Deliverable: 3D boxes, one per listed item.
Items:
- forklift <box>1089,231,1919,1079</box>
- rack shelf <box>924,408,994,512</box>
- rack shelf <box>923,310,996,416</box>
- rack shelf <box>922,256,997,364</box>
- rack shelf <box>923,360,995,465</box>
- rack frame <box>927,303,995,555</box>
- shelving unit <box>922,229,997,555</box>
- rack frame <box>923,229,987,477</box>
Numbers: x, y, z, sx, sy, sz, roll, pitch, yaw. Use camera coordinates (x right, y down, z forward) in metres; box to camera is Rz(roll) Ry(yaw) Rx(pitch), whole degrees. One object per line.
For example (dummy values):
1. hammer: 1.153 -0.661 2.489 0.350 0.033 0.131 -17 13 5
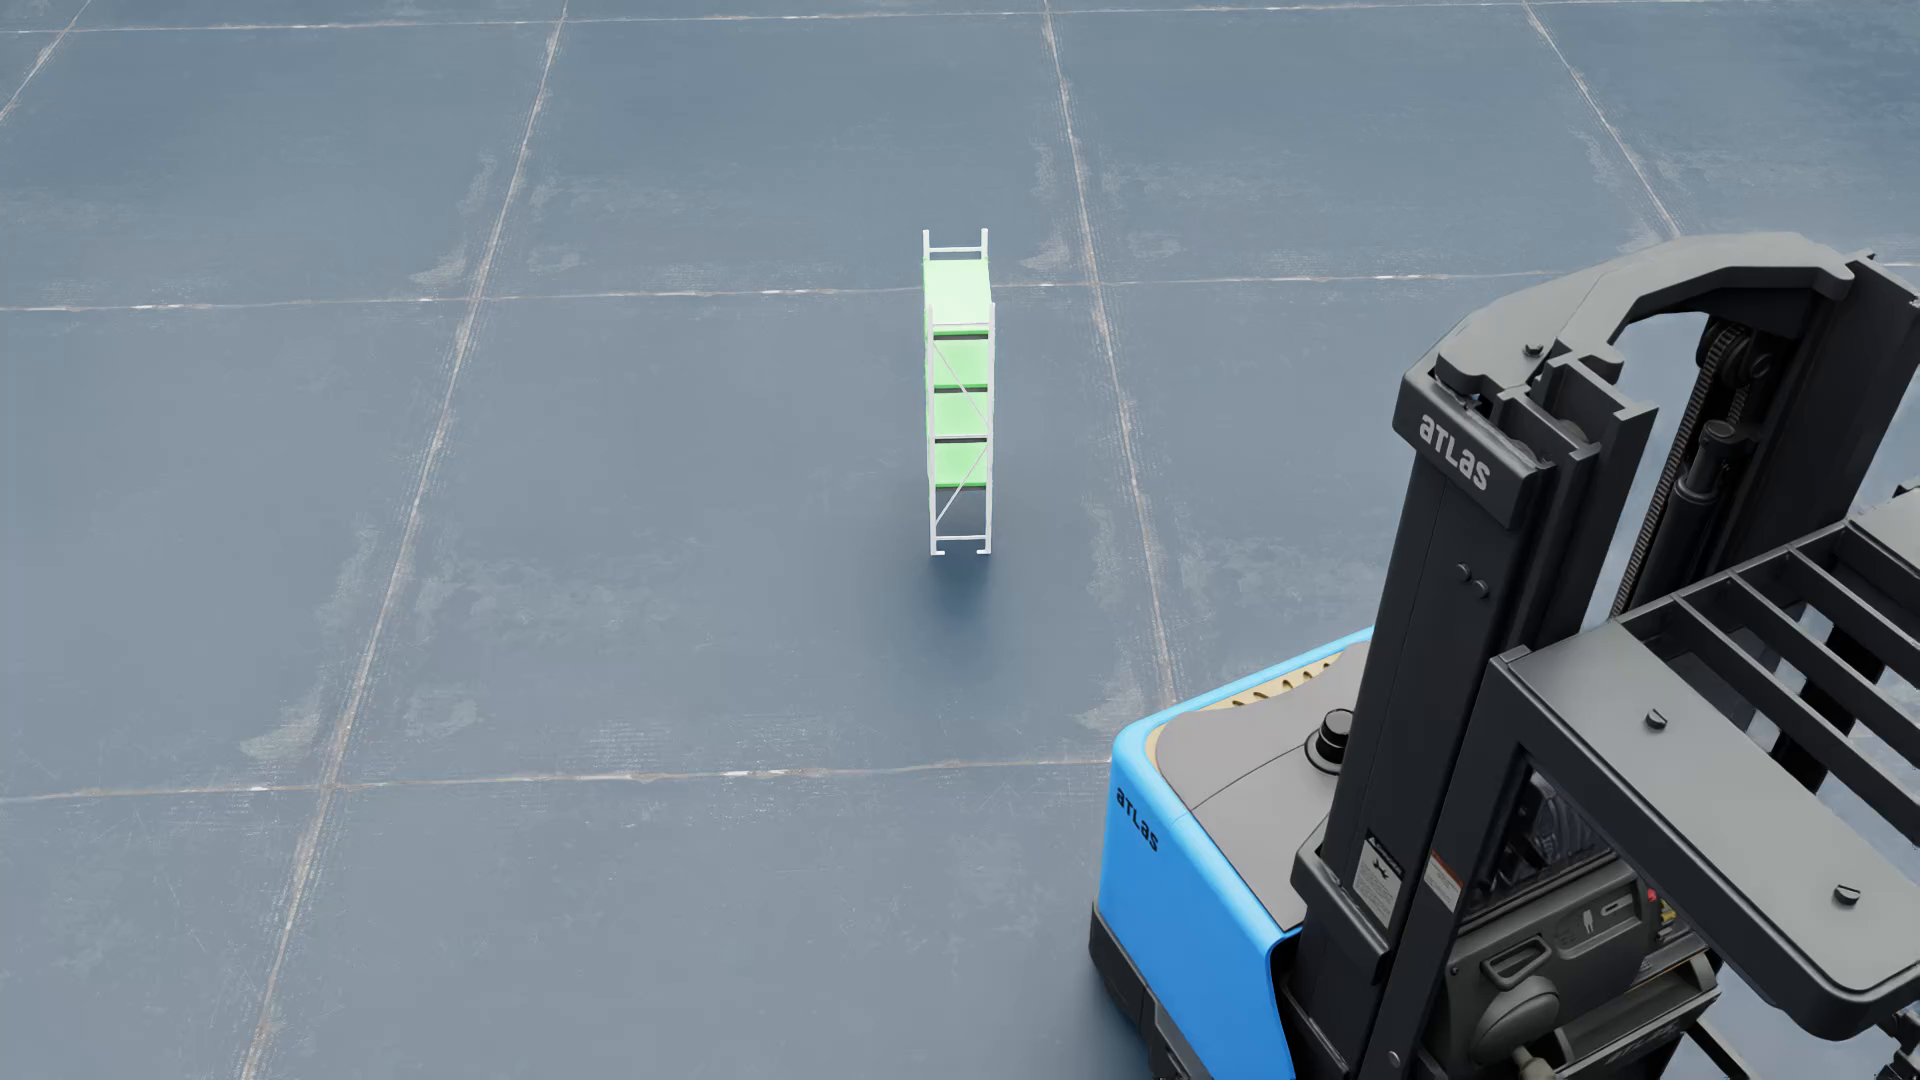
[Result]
1. forklift: 1.527 0.976 3.516 1.130 2.935 3.031 -19 46 -20
2. rack shelf: -0.007 -0.330 6.672 0.258 0.148 0.480 -2 43 -2
3. rack shelf: -0.007 -0.684 6.347 0.258 0.148 0.480 -2 43 -2
4. rack shelf: -0.007 -0.861 6.185 0.258 0.148 0.480 -2 43 -2
5. rack shelf: -0.007 -0.507 6.510 0.258 0.148 0.480 -2 43 -2
6. rack frame: 0.003 -0.389 6.287 0.240 1.200 0.015 -2 43 -2
7. shelving unit: -0.007 -0.554 6.466 0.258 1.200 0.503 -2 43 -2
8. rack frame: -0.017 -0.719 6.646 0.240 1.200 0.015 -2 43 -2
